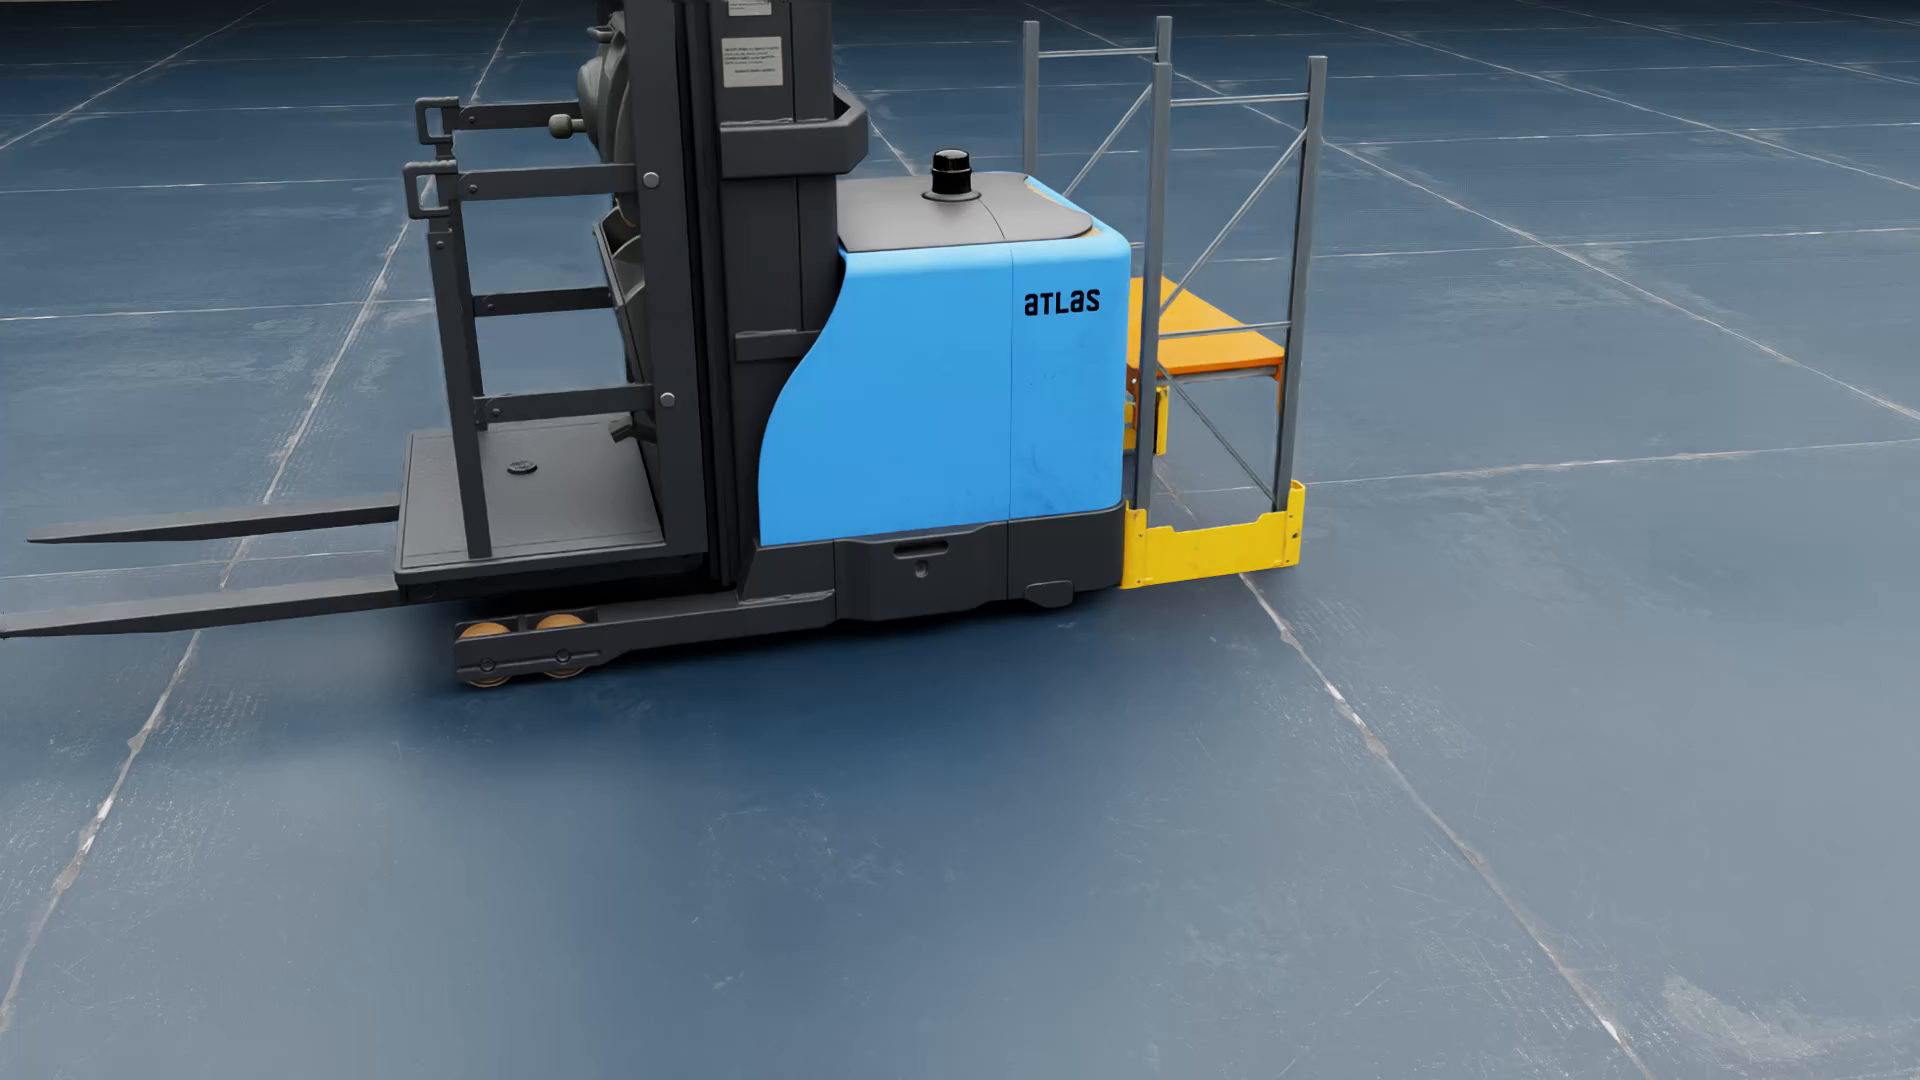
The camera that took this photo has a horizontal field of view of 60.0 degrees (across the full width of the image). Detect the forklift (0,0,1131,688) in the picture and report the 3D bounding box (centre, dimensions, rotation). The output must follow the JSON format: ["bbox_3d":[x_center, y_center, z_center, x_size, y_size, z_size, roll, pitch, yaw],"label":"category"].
[{"bbox_3d":[-1.102,-1.191,4.315,3.031,2.935,1.130,-6,24,-14],"label":"forklift"}]

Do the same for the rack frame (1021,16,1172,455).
[{"bbox_3d":[0.443,-0.980,5.620,0.500,1.500,0.032,-7,25,-16],"label":"rack frame"}]

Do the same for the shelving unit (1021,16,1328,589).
[{"bbox_3d":[0.599,-0.783,5.168,0.587,1.500,1.083,-7,25,-16],"label":"shelving unit"}]

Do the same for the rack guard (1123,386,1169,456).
[{"bbox_3d":[0.449,-0.400,5.853,0.587,0.250,0.087,-7,25,-16],"label":"rack guard"}]

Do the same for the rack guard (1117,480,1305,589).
[{"bbox_3d":[0.749,-0.020,4.983,0.587,0.250,0.087,-7,25,-16],"label":"rack guard"}]

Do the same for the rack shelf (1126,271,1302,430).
[{"bbox_3d":[0.596,-0.621,5.248,0.538,0.185,1.000,-7,25,-16],"label":"rack shelf"}]

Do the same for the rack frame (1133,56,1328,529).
[{"bbox_3d":[0.749,-0.592,4.732,0.500,1.500,0.032,-7,25,-16],"label":"rack frame"}]
